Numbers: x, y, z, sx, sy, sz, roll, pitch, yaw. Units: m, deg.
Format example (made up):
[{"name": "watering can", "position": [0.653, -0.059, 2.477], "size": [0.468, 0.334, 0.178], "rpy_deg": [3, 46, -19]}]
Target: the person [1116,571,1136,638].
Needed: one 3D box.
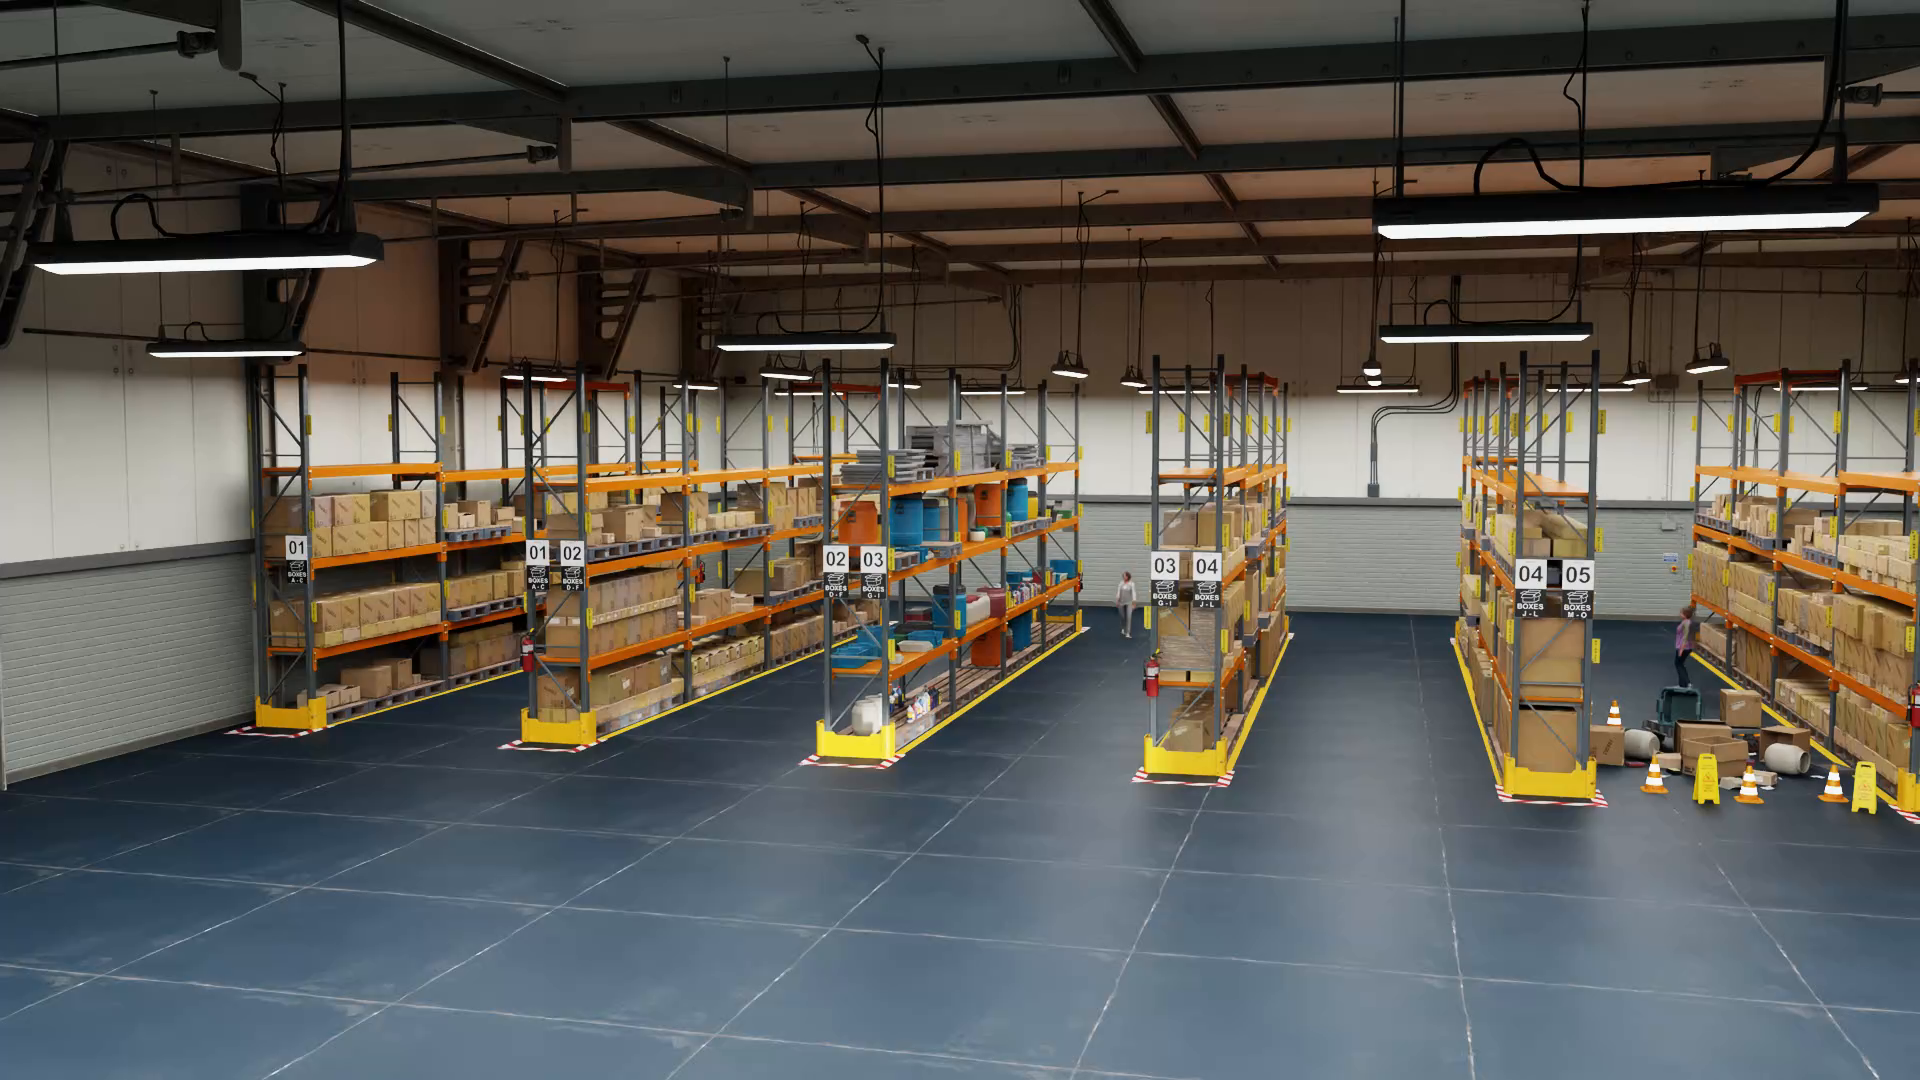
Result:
[{"name": "person", "position": [3.923, 1.516, 39.275], "size": [0.465, 1.547, 0.890], "rpy_deg": [1, 4, 9]}]

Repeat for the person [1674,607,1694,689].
[{"name": "person", "position": [13.646, 2.076, 31.393], "size": [0.436, 1.628, 0.383], "rpy_deg": [-3, 5, -41]}]
